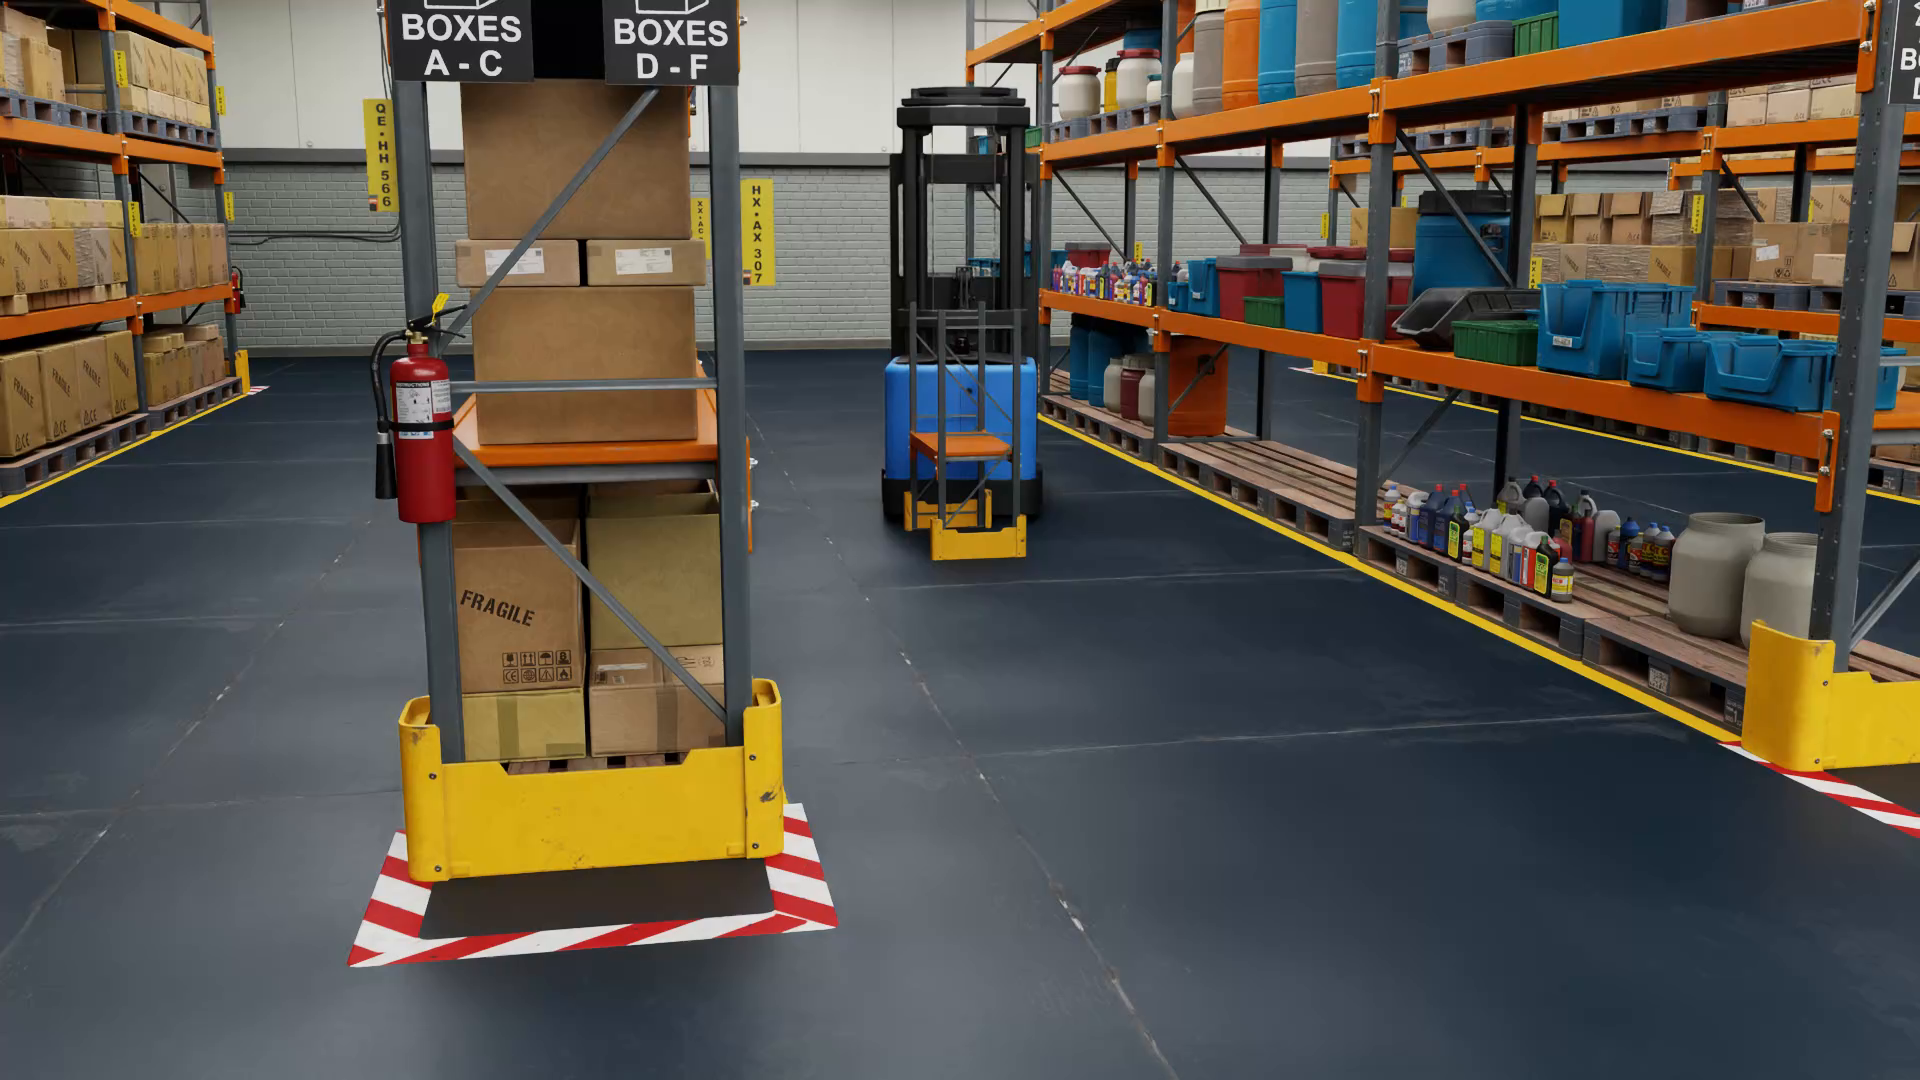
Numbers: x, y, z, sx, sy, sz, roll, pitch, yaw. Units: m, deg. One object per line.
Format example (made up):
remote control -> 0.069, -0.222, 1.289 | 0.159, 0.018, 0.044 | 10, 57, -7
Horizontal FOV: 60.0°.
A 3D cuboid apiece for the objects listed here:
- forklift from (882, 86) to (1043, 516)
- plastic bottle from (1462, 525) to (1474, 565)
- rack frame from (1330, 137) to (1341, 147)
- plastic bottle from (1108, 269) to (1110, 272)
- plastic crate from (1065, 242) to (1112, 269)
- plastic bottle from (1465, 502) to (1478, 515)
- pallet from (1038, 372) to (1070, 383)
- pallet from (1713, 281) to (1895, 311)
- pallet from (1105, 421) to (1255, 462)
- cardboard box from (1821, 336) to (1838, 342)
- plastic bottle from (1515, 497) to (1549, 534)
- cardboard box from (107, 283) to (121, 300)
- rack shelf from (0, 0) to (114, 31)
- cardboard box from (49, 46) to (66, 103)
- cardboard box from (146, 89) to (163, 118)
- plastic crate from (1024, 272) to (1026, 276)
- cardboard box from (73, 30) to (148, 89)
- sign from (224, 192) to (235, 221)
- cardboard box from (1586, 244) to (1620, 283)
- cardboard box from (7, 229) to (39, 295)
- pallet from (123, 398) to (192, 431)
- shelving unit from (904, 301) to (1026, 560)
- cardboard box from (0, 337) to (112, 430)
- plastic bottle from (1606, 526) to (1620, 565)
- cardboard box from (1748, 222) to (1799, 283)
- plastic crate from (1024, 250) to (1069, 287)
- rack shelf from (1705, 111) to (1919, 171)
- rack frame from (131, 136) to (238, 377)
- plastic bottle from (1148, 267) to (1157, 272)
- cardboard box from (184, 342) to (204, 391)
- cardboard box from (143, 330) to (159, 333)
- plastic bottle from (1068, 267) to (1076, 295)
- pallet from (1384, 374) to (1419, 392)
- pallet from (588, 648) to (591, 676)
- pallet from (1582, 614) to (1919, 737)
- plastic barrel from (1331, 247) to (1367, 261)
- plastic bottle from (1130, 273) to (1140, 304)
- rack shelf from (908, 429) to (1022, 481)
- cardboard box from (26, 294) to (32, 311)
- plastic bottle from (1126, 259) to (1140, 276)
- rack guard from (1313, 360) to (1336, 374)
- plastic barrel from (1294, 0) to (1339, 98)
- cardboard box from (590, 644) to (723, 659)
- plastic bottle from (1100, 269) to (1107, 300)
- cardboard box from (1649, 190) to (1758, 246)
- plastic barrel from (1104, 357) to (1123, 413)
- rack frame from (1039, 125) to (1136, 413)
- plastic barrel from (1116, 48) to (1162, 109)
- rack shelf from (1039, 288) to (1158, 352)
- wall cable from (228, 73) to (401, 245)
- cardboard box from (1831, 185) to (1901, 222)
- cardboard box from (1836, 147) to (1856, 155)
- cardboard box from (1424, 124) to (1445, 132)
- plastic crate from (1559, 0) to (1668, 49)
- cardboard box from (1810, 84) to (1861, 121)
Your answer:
forklift -> 0.042, -1.821, 12.425 | 1.130, 2.935, 3.031 | 0, 11, 1
plastic bottle -> 2.727, 0.025, 8.853 | 0.097, 0.201, 0.097 | 0, 11, 0
rack frame -> 5.433, -6.713, 21.897 | 1.000, 3.000, 0.127 | -2, 11, -11
plastic bottle -> 1.409, -2.390, 15.542 | 0.061, 0.283, 0.133 | -2, 11, -11
plastic crate -> 1.425, -3.086, 18.554 | 0.402, 0.464, 0.583 | -2, 11, -11
plastic bottle -> 2.805, -0.075, 9.188 | 0.097, 0.271, 0.097 | 0, 11, 0
pallet -> 0.931, -1.840, 19.797 | 1.003, 0.211, 1.213 | -2, 11, -11
pallet -> 7.232, -2.077, 14.101 | 1.213, 0.211, 1.003 | -2, 11, -11
pallet -> 1.936, -0.891, 14.815 | 1.003, 0.211, 1.213 | -2, 11, -11
cardboard box -> 10.683, -2.393, 20.157 | 0.380, 0.149, 0.250 | -2, 11, -10
plastic bottle -> 3.214, -0.110, 9.359 | 0.152, 0.276, 0.135 | -2, 11, -11
cardboard box -> -7.949, -2.281, 15.276 | 0.380, 0.149, 0.250 | -2, 11, -10
rack shelf -> -7.976, -4.522, 13.381 | 1.077, 0.370, 4.000 | -2, 11, -11
cardboard box -> -8.302, -4.065, 14.564 | 0.700, 0.500, 0.500 | -3, 11, -14
cardboard box -> -8.326, -4.377, 16.659 | 0.500, 0.250, 0.500 | -2, 11, -12
plastic crate -> 0.872, -2.942, 18.704 | 0.437, 0.125, 0.590 | -2, 11, -11
cardboard box -> -8.229, -4.656, 16.120 | 0.500, 0.500, 0.500 | -2, 11, -12
sign -> -8.608, -3.927, 19.579 | 0.100, 0.325, 0.005 | -2, 11, -11
cardboard box -> 6.455, -2.616, 16.149 | 0.500, 0.500, 0.500 | -2, 11, -13
cardboard box -> -7.523, -2.158, 12.894 | 0.500, 0.500, 0.500 | -2, 11, -9
pallet -> -8.436, -1.264, 16.773 | 1.003, 0.211, 1.213 | -2, 11, -11
shelving unit -> 0.015, -0.723, 10.483 | 0.587, 1.500, 1.083 | -2, 11, -11
cardboard box -> -7.935, -1.364, 14.469 | 0.750, 0.750, 0.750 | -2, 11, -9
plastic bottle -> 3.494, 0.027, 8.841 | 0.097, 0.201, 0.097 | 0, 11, 0
cardboard box -> 7.133, -2.456, 14.188 | 0.500, 0.500, 0.500 | -4, 11, -18
plastic crate -> 0.927, -2.947, 18.038 | 0.392, 0.384, 0.575 | -2, 11, -11
rack shelf -> 7.378, -3.052, 12.609 | 1.077, 0.370, 4.000 | -2, 11, -11
rack frame -> -9.143, -3.225, 19.619 | 1.000, 3.000, 0.127 | -2, 11, -11
plastic bottle -> 1.916, -2.571, 16.513 | 0.152, 0.276, 0.135 | -2, 11, -11
cardboard box -> -8.713, -1.895, 18.191 | 0.700, 0.500, 0.500 | -2, 11, -13
cardboard box -> -8.881, -2.181, 17.958 | 0.380, 0.149, 0.250 | -2, 11, -10
plastic bottle -> 1.136, -2.600, 16.681 | 0.097, 0.271, 0.097 | 0, 11, 0
pallet -> 5.899, -2.029, 20.790 | 1.003, 0.211, 1.213 | -2, 11, -11
pallet -> -1.597, 0.536, 7.314 | 1.003, 0.211, 1.213 | -2, 11, -11
pallet -> 3.473, 0.558, 7.203 | 1.003, 0.211, 1.213 | -2, 11, -11
plastic barrel -> 2.795, -1.769, 11.606 | 0.433, 0.535, 0.433 | 0, 11, 0
plastic bottle -> 1.546, -2.213, 14.648 | 0.097, 0.271, 0.097 | 0, 11, 0
rack shelf -> 0.017, -0.544, 10.508 | 0.538, 0.185, 1.000 | -2, 11, -11
cardboard box -> -7.662, -1.900, 13.277 | 0.380, 0.149, 0.250 | -2, 11, -10
plastic bottle -> 1.747, -2.632, 16.633 | 0.144, 0.351, 0.185 | -2, 11, -11
rack guard -> 5.428, -2.542, 22.715 | 1.175, 0.500, 0.348 | -2, 11, -11
plastic barrel -> 2.470, -3.310, 10.700 | 0.600, 0.901, 0.600 | 0, 11, 0
cardboard box -> -1.160, 0.475, 6.409 | 0.500, 0.250, 0.500 | -2, 11, -11
plastic bottle -> 1.349, -2.387, 15.530 | 0.061, 0.283, 0.133 | -2, 11, -11
cardboard box -> 6.863, -2.975, 15.354 | 0.797, 0.503, 0.637 | -2, 11, -9
plastic barrel -> 1.602, -1.499, 16.079 | 0.421, 0.512, 0.421 | 0, 11, 0
rack frame -> 1.353, -2.852, 17.657 | 1.000, 3.000, 0.127 | -2, 11, -11
plastic barrel -> 1.638, -4.184, 15.150 | 0.433, 0.535, 0.433 | 0, 11, 0
rack shelf -> 1.742, -2.132, 15.797 | 1.077, 0.370, 4.000 | -2, 11, -11
wall cable -> -9.893, -5.697, 24.866 | 3.097, 2.526, 0.112 | -2, 11, -11
cardboard box -> 10.739, -3.957, 19.724 | 0.500, 0.500, 0.500 | -3, 11, -13
cardboard box -> 10.736, -4.674, 19.609 | 0.500, 0.250, 0.500 | -2, 11, -10
cardboard box -> 5.900, -5.050, 19.527 | 0.700, 0.500, 0.500 | -2, 11, -8
plastic crate -> 3.020, -2.455, 7.595 | 0.392, 0.384, 0.575 | -2, 11, -11
cardboard box -> 7.040, -3.415, 12.993 | 0.500, 0.250, 0.500 | -2, 11, -10
